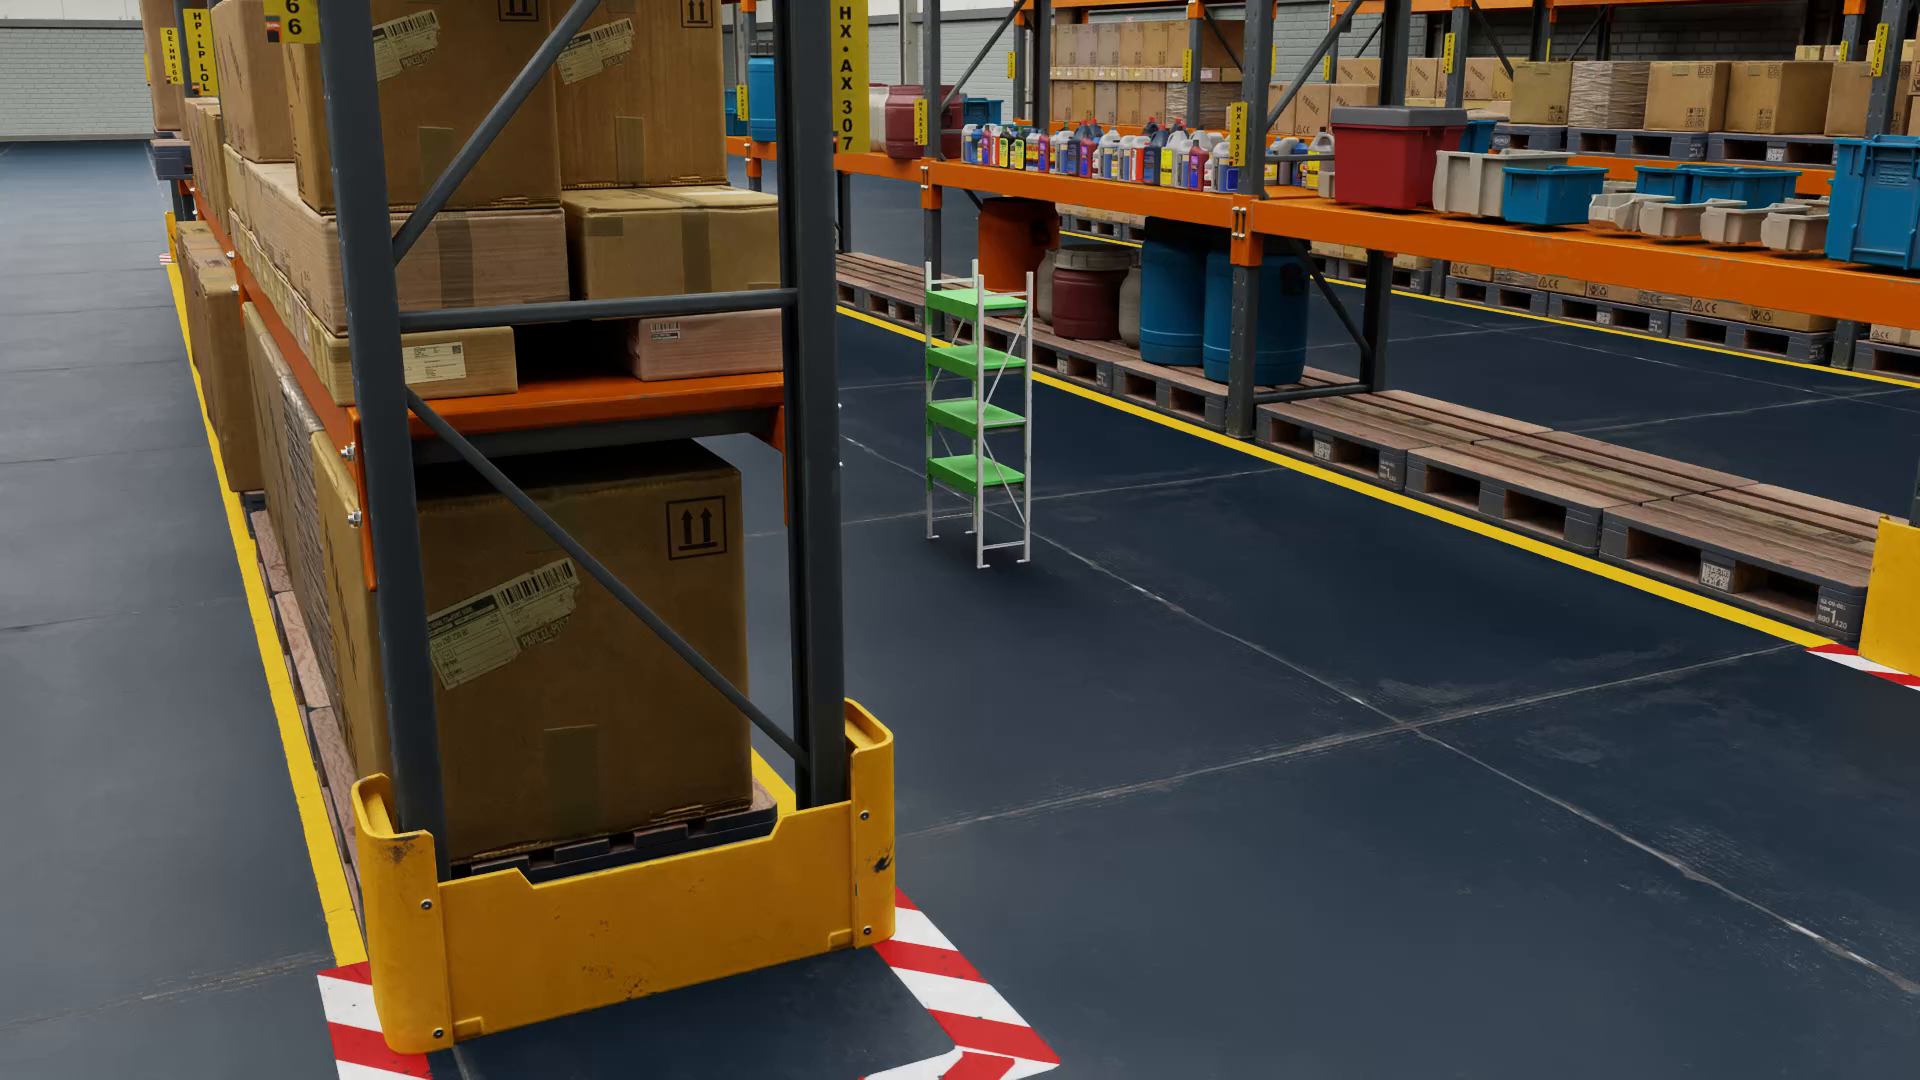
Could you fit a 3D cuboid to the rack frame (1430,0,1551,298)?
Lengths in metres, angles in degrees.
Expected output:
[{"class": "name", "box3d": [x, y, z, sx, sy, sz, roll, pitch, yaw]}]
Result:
[{"class": "rack frame", "box3d": [4.658, -3.654, 14.547, 1.000, 3.000, 0.127, -8, 18, -25]}]

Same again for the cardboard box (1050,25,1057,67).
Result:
[{"class": "cardboard box", "box3d": [1.370, -6.179, 20.812, 0.700, 0.500, 0.500, -8, 18, -25]}]

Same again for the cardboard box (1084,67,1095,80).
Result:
[{"class": "cardboard box", "box3d": [1.698, -5.555, 19.814, 0.380, 0.149, 0.250, -8, 18, -26]}]

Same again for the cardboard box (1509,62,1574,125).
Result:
[{"class": "cardboard box", "box3d": [5.036, -3.762, 13.979, 0.500, 0.500, 0.700, 15, 22, 42]}]

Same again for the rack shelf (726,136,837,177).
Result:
[{"class": "rack shelf", "box3d": [-2.425, -4.199, 17.748, 1.077, 0.370, 4.000, -8, 18, -25]}]

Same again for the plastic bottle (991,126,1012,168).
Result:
[{"class": "plastic bottle", "box3d": [0.306, -2.736, 11.572, 0.152, 0.276, 0.135, -8, 18, -25]}]

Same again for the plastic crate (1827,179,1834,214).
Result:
[{"class": "plastic crate", "box3d": [3.608, -1.286, 6.487, 0.416, 0.233, 0.300, -8, 18, -25]}]

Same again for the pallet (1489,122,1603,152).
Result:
[{"class": "pallet", "box3d": [5.018, -3.403, 14.017, 1.213, 0.211, 1.003, -8, 18, -25]}]

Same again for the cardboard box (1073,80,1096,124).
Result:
[{"class": "cardboard box", "box3d": [1.793, -5.315, 20.154, 0.700, 0.500, 0.500, -8, 18, -25]}]

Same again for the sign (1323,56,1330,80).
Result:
[{"class": "sign", "box3d": [5.117, -6.588, 23.201, 0.100, 0.325, 0.005, -8, 18, -25]}]

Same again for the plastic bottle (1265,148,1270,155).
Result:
[{"class": "plastic bottle", "box3d": [1.867, -2.277, 10.108, 0.097, 0.201, 0.097, 0, 16, 0]}]

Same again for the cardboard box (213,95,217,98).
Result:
[{"class": "cardboard box", "box3d": [-4.521, -2.837, 10.757, 0.500, 0.500, 0.500, -10, 19, -32]}]

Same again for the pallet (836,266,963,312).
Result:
[{"class": "pallet", "box3d": [-0.631, -2.215, 14.587, 1.003, 0.211, 1.213, -8, 18, -25]}]

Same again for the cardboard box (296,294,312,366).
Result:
[{"class": "cardboard box", "box3d": [-1.421, -0.529, 4.112, 0.380, 0.149, 0.250, -8, 18, -25]}]

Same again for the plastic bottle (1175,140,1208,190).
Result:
[{"class": "plastic bottle", "box3d": [1.333, -2.154, 9.545, 0.152, 0.276, 0.135, -8, 18, -25]}]

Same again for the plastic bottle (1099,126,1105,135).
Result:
[{"class": "plastic bottle", "box3d": [0.985, -2.810, 11.837, 0.097, 0.271, 0.097, 0, 16, 0]}]

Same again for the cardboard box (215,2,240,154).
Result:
[{"class": "cardboard box", "box3d": [-2.307, -1.625, 5.848, 0.500, 0.500, 0.500, -8, 18, -25]}]

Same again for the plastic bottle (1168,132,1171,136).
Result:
[{"class": "plastic bottle", "box3d": [1.348, -2.514, 10.806, 0.097, 0.271, 0.097, 0, 16, 0]}]

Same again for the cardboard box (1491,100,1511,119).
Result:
[{"class": "cardboard box", "box3d": [6.877, -5.264, 20.392, 0.500, 0.250, 0.500, -8, 18, -25]}]

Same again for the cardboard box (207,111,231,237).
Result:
[{"class": "cardboard box", "box3d": [-2.946, -1.597, 7.198, 0.500, 0.500, 0.500, -8, 18, -25]}]

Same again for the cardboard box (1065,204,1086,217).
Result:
[{"class": "cardboard box", "box3d": [1.630, -4.111, 20.361, 0.500, 0.250, 0.500, -8, 18, -25]}]

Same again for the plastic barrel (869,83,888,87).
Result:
[{"class": "plastic barrel", "box3d": [-0.815, -3.561, 13.975, 0.433, 0.535, 0.433, 0, 16, 0]}]

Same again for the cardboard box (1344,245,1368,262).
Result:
[{"class": "cardboard box", "box3d": [3.980, -2.763, 15.664, 0.500, 0.250, 0.500, -8, 18, -26]}]

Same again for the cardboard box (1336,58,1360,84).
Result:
[{"class": "cardboard box", "box3d": [5.544, -6.381, 22.924, 0.500, 0.500, 0.500, -8, 18, -25]}]

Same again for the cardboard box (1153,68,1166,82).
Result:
[{"class": "cardboard box", "box3d": [2.371, -5.174, 18.484, 0.380, 0.149, 0.250, -8, 18, -27]}]

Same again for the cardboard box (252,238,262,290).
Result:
[{"class": "cardboard box", "box3d": [-2.097, -0.911, 5.442, 0.380, 0.149, 0.250, -7, 18, -24]}]

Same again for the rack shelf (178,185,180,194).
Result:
[{"class": "rack shelf", "box3d": [-6.877, -3.600, 15.662, 1.077, 0.370, 4.000, -8, 18, -25]}]

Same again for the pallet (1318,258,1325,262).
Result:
[{"class": "pallet", "box3d": [3.264, -3.128, 17.768, 1.003, 0.211, 1.213, -8, 18, -25]}]

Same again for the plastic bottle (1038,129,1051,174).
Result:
[{"class": "plastic bottle", "box3d": [0.568, -2.562, 10.953, 0.061, 0.283, 0.133, -8, 18, -25]}]

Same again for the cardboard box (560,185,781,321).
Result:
[{"class": "cardboard box", "box3d": [-0.711, -0.697, 3.974, 0.500, 0.250, 0.500, -8, 18, -26]}]

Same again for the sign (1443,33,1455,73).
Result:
[{"class": "sign", "box3d": [4.161, -4.143, 14.151, 0.100, 0.325, 0.005, -8, 18, -25]}]

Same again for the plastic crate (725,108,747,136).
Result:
[{"class": "plastic crate", "box3d": [-2.277, -4.219, 16.783, 0.499, 0.251, 0.616, -8, 18, -25]}]

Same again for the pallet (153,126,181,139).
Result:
[{"class": "pallet", "box3d": [-5.797, -3.151, 13.140, 1.003, 0.211, 1.213, -8, 18, -25]}]

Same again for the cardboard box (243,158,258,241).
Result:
[{"class": "cardboard box", "box3d": [-2.080, -1.137, 5.509, 0.500, 0.250, 0.500, -7, 18, -24]}]

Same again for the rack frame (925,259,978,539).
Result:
[{"class": "rack frame", "box3d": [-0.034, -0.596, 7.153, 0.240, 1.200, 0.015, -8, 18, -25]}]

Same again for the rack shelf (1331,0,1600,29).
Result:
[{"class": "rack shelf", "box3d": [6.481, -6.838, 21.506, 1.077, 0.370, 4.000, -8, 18, -25]}]

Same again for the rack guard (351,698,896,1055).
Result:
[{"class": "rack guard", "box3d": [-0.733, 0.733, 3.790, 1.175, 0.500, 0.348, -8, 18, -25]}]

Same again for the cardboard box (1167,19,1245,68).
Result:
[{"class": "cardboard box", "box3d": [2.706, -5.427, 18.191, 0.700, 0.500, 0.500, -8, 18, -25]}]

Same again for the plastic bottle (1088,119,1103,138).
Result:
[{"class": "plastic bottle", "box3d": [0.855, -2.554, 10.803, 0.144, 0.351, 0.185, -8, 18, -25]}]

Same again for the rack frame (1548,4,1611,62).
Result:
[{"class": "rack frame", "box3d": [7.357, -5.246, 20.092, 1.000, 3.000, 0.127, -8, 18, -25]}]

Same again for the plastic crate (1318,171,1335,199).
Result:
[{"class": "plastic crate", "box3d": [2.032, -1.834, 8.574, 0.396, 0.136, 0.243, -8, 18, -25]}]

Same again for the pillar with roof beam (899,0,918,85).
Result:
[{"class": "pillar with roof beam", "box3d": [-5.066, -12.995, 36.221, 9.100, 9.000, 0.400, -8, 18, -25]}]

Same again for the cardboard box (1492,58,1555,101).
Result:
[{"class": "cardboard box", "box3d": [6.872, -5.624, 20.285, 0.500, 0.500, 0.500, -8, 18, -25]}]

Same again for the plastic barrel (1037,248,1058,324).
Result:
[{"class": "plastic barrel", "box3d": [0.761, -1.814, 11.884, 0.421, 0.512, 0.421, 0, 16, 0]}]

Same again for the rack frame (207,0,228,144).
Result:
[{"class": "rack frame", "box3d": [-2.496, -1.466, 6.922, 1.000, 3.000, 0.127, -8, 18, -25]}]

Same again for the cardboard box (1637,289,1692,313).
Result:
[{"class": "cardboard box", "box3d": [5.509, -2.008, 12.545, 0.500, 0.500, 0.500, -7, 18, -24]}]

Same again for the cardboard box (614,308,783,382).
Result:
[{"class": "cardboard box", "box3d": [-0.603, -0.482, 3.947, 0.380, 0.149, 0.250, -7, 18, -24]}]

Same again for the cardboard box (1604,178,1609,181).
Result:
[{"class": "cardboard box", "box3d": [7.695, -4.075, 19.747, 0.700, 0.500, 0.500, -7, 17, -23]}]

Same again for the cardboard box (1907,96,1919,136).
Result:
[{"class": "cardboard box", "box3d": [6.389, -2.551, 10.522, 0.500, 0.500, 0.500, -7, 17, -23]}]

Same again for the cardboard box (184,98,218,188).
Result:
[{"class": "cardboard box", "box3d": [-4.280, -2.353, 9.830, 0.500, 0.500, 0.500, -7, 17, -23]}]

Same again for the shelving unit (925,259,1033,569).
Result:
[{"class": "shelving unit", "box3d": [0.073, -0.536, 6.942, 0.258, 1.200, 0.503, -8, 18, -25]}]

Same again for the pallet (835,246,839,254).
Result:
[{"class": "pallet", "box3d": [-1.805, -2.880, 16.903, 1.003, 0.211, 1.213, -8, 18, -25]}]

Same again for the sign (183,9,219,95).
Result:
[{"class": "sign", "box3d": [-2.980, -1.917, 6.537, 0.100, 0.325, 0.005, -8, 18, -25]}]

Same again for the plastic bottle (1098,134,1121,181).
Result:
[{"class": "plastic bottle", "box3d": [0.952, -2.370, 10.298, 0.152, 0.276, 0.135, -8, 18, -25]}]
